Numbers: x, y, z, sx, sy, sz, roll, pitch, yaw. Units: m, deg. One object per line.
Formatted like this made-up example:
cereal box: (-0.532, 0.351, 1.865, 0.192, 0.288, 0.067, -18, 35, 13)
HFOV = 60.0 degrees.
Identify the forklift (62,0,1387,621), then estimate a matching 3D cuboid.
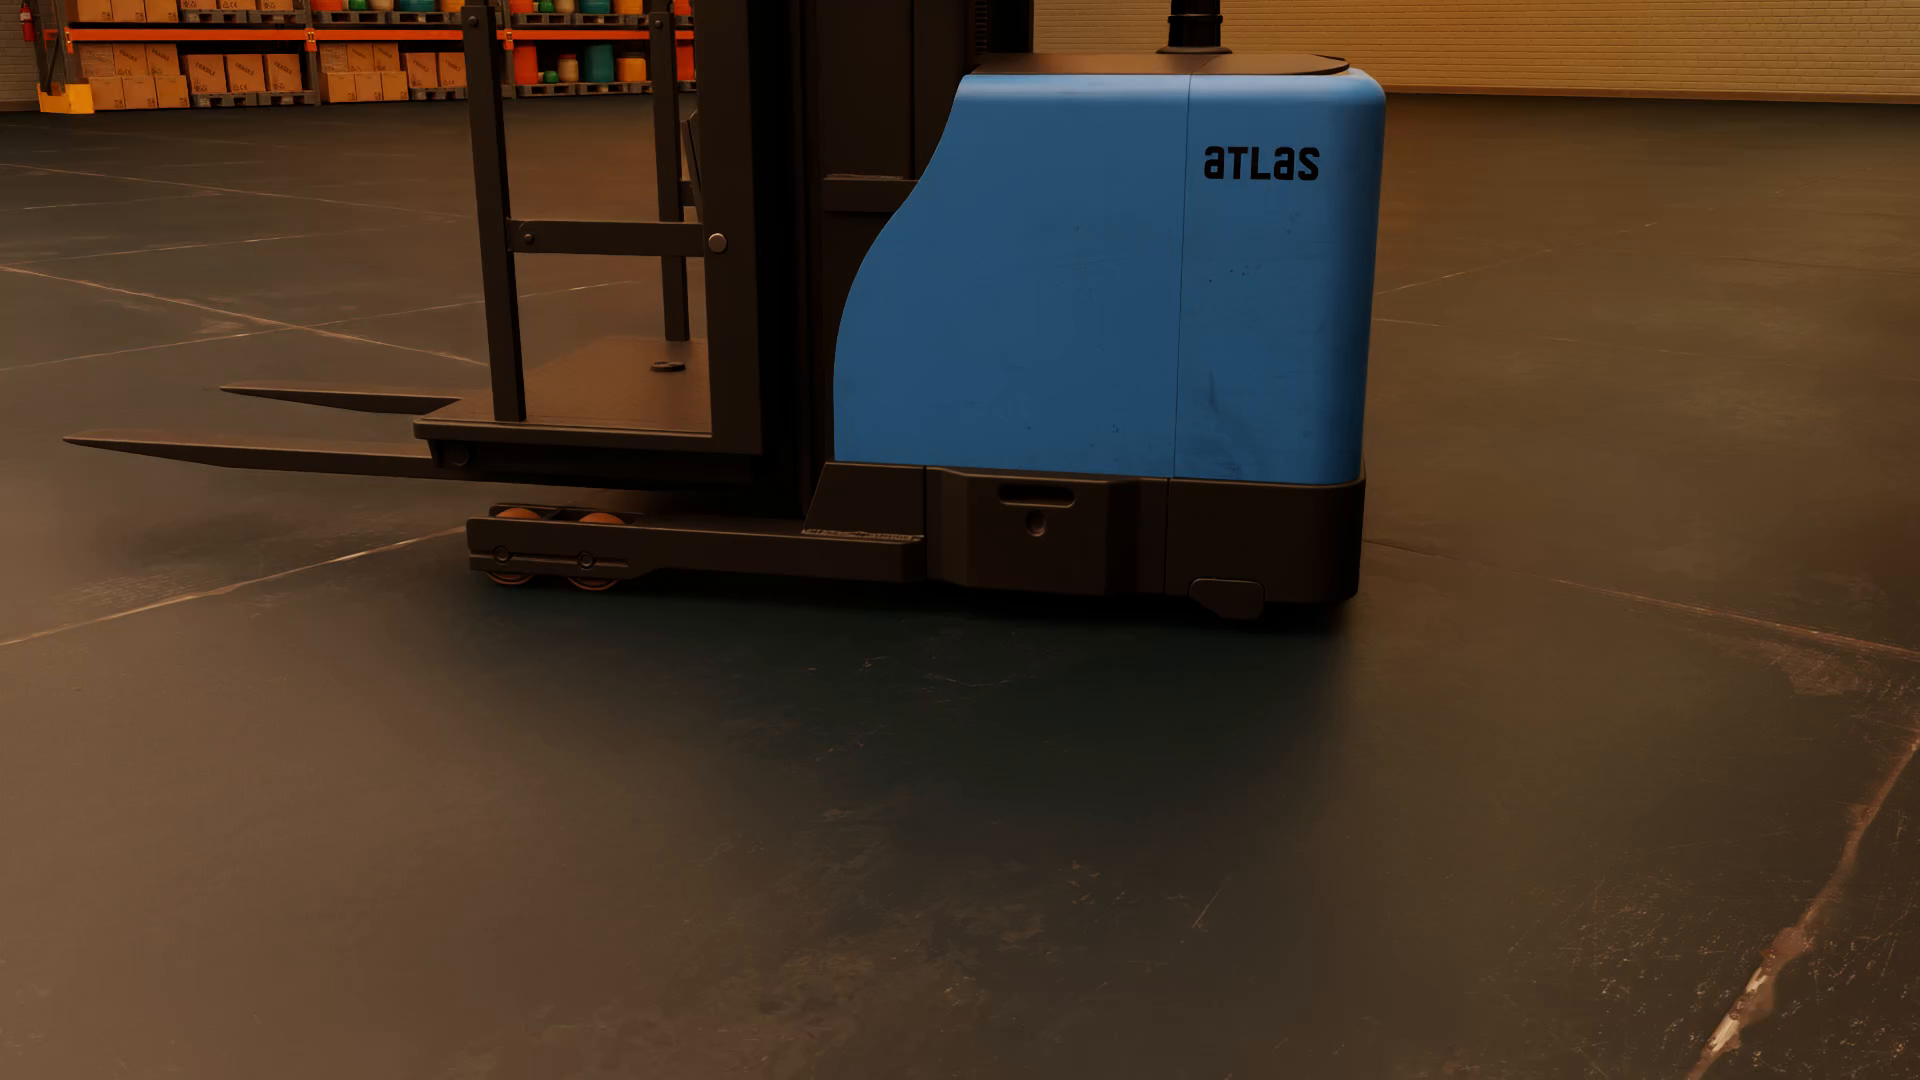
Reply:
forklift: (-0.598, -1.438, 3.633, 3.031, 2.935, 1.130, 3, 17, 11)
